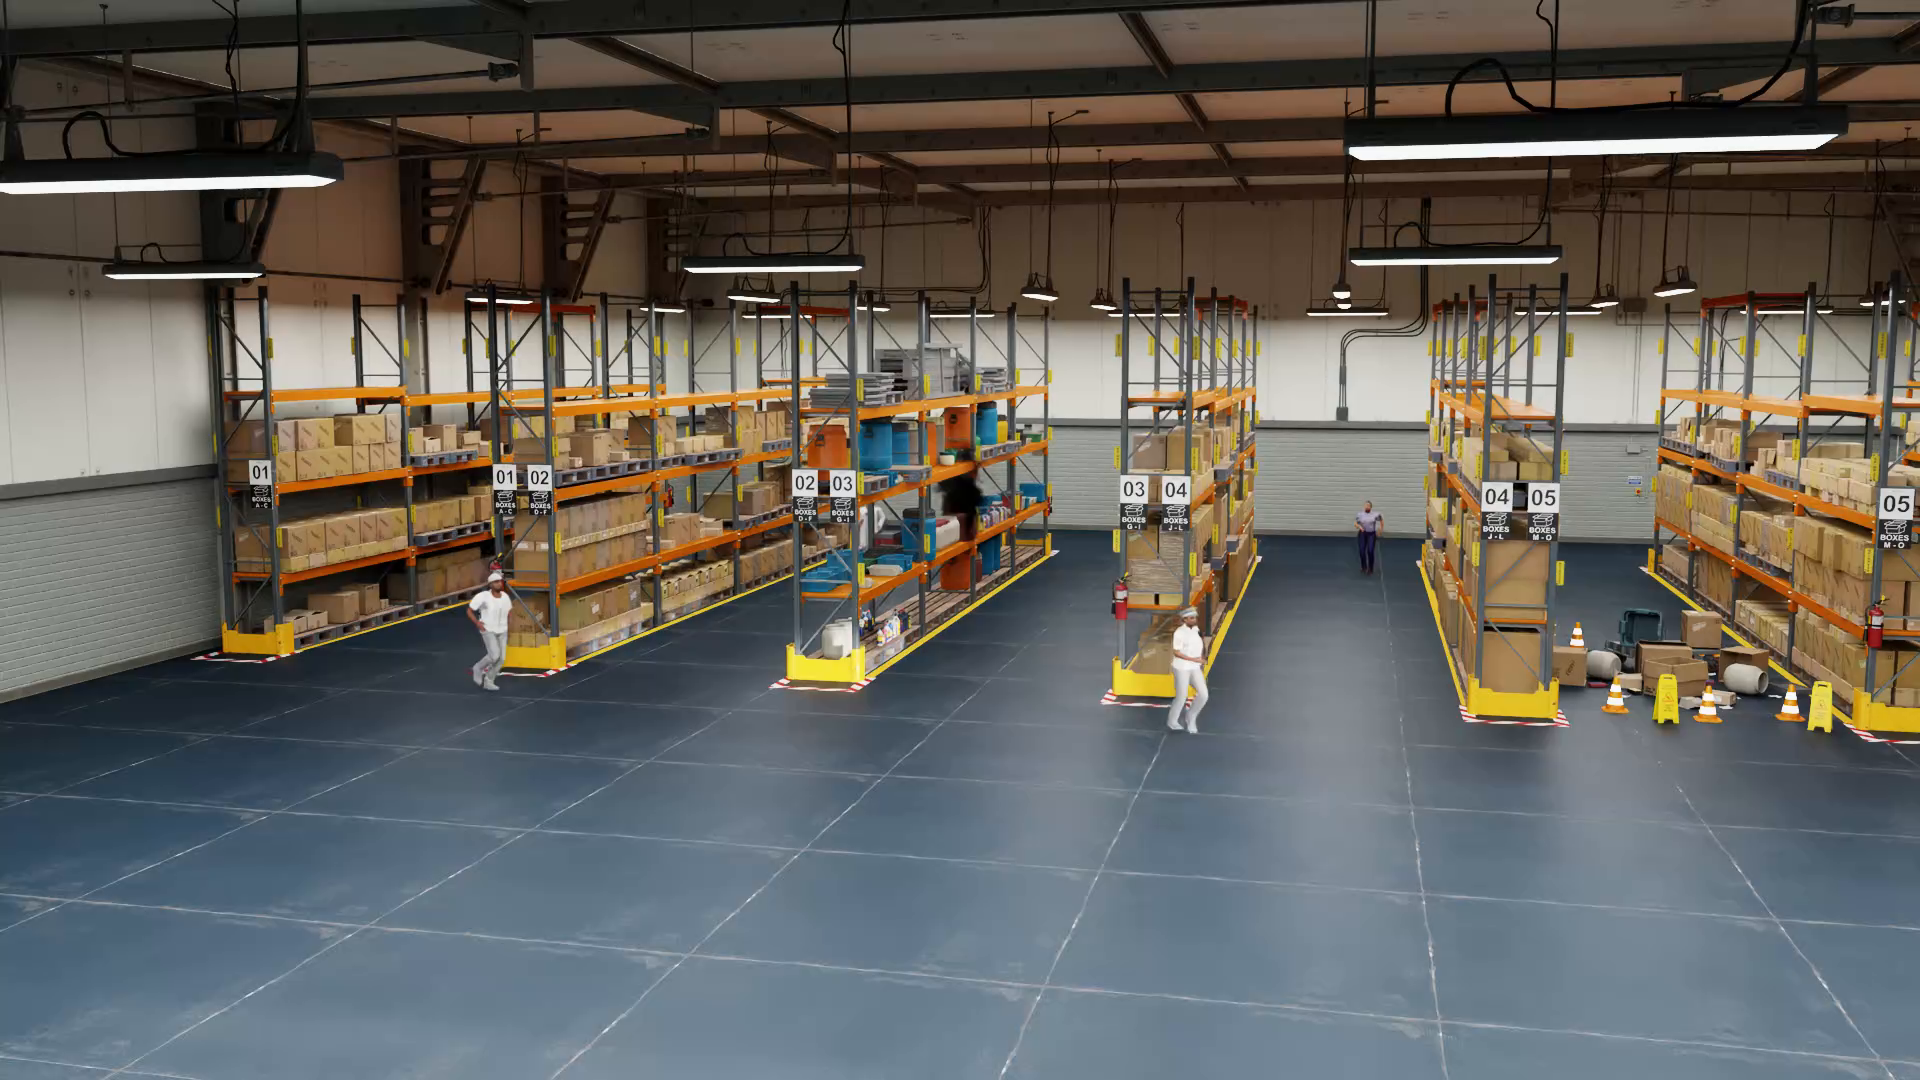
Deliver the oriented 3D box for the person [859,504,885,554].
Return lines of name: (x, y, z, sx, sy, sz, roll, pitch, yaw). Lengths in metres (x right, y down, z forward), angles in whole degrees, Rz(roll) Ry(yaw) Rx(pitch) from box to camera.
person: (-2.008, -0.067, 36.608, 0.684, 1.818, 0.771, 0, 7, 3)

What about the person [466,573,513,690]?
person: (-6.859, 1.344, 24.497, 0.542, 1.716, 0.732, 6, 9, 40)

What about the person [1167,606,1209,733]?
person: (2.999, 1.703, 21.656, 0.588, 1.724, 0.680, -5, 8, -37)

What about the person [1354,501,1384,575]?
person: (9.083, -0.040, 37.010, 0.628, 1.676, 0.671, 2, 7, 19)
